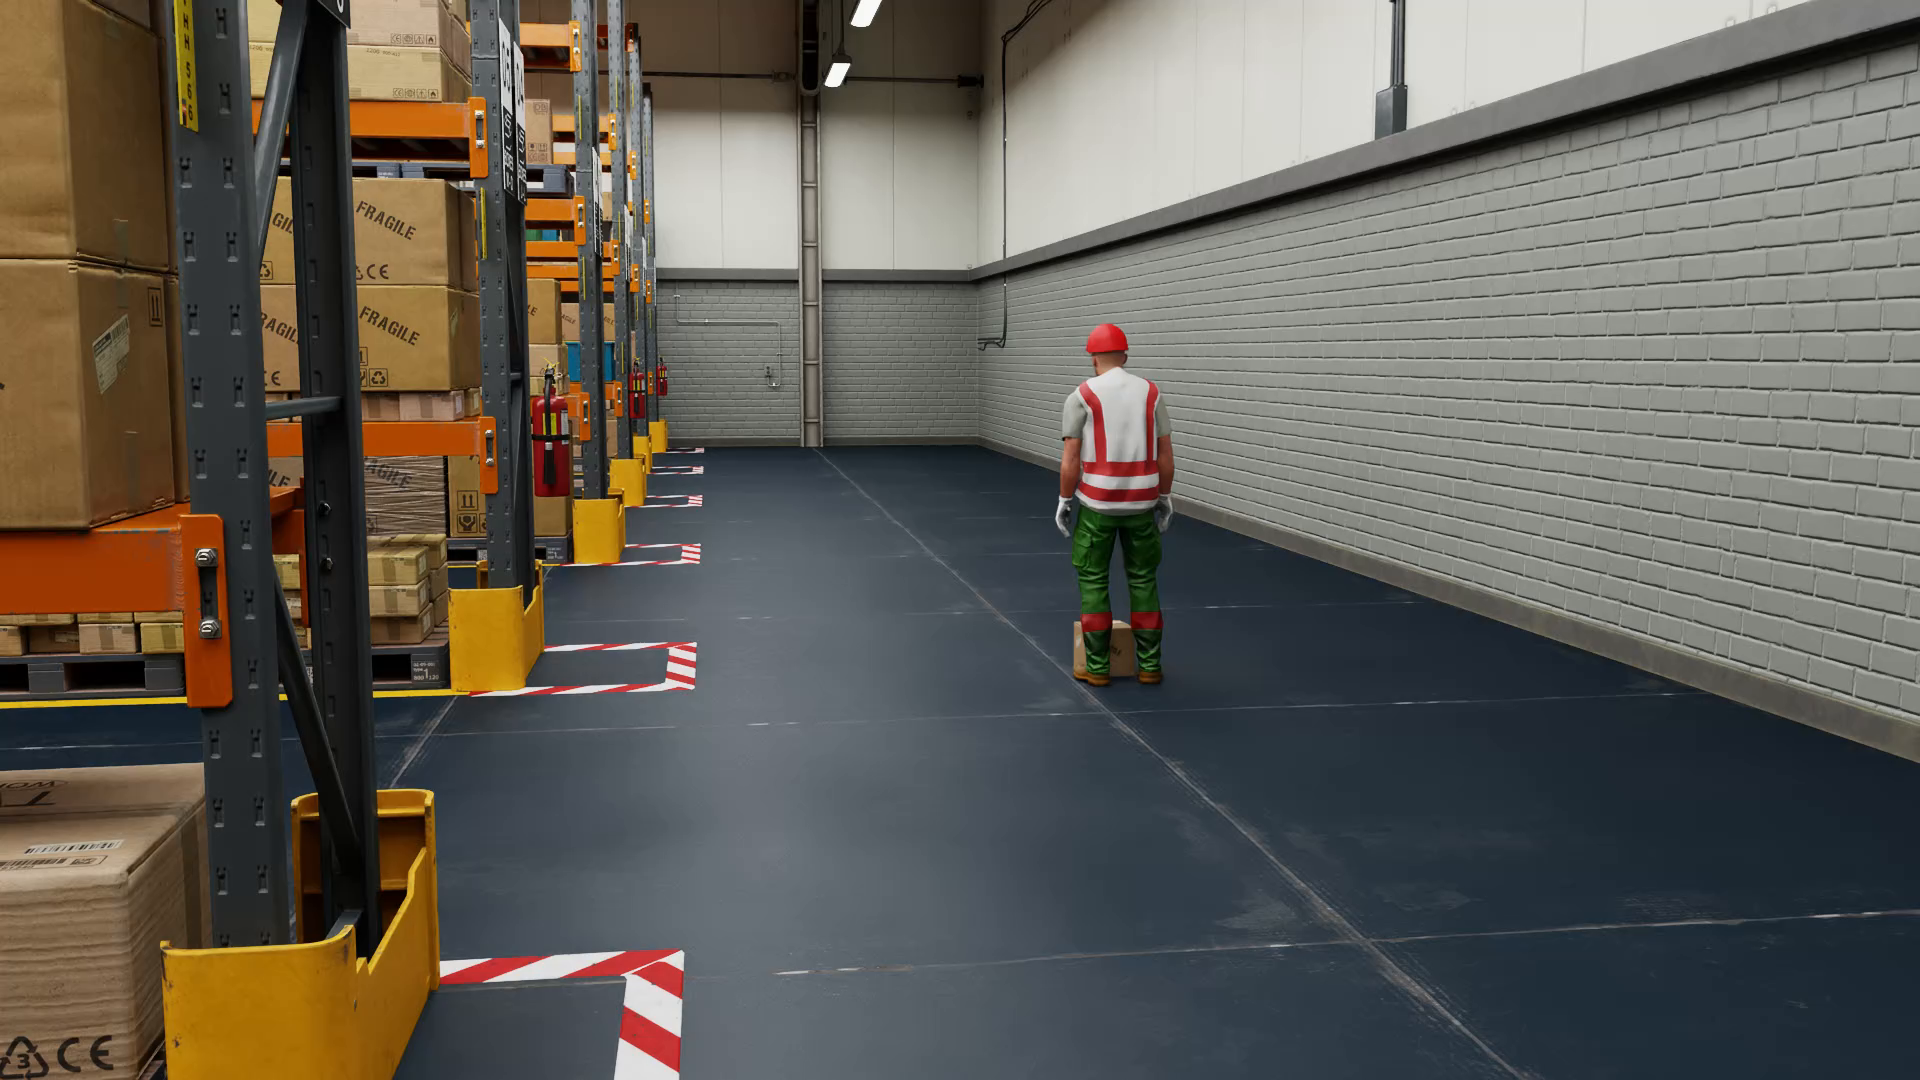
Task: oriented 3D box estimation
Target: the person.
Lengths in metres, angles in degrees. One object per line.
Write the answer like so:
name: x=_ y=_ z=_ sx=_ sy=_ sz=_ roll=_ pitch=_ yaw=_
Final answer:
person: x=0.765 y=-0.176 z=8.215 sx=0.611 sy=1.778 sz=0.451 roll=-1 pitch=7 yaw=-12
